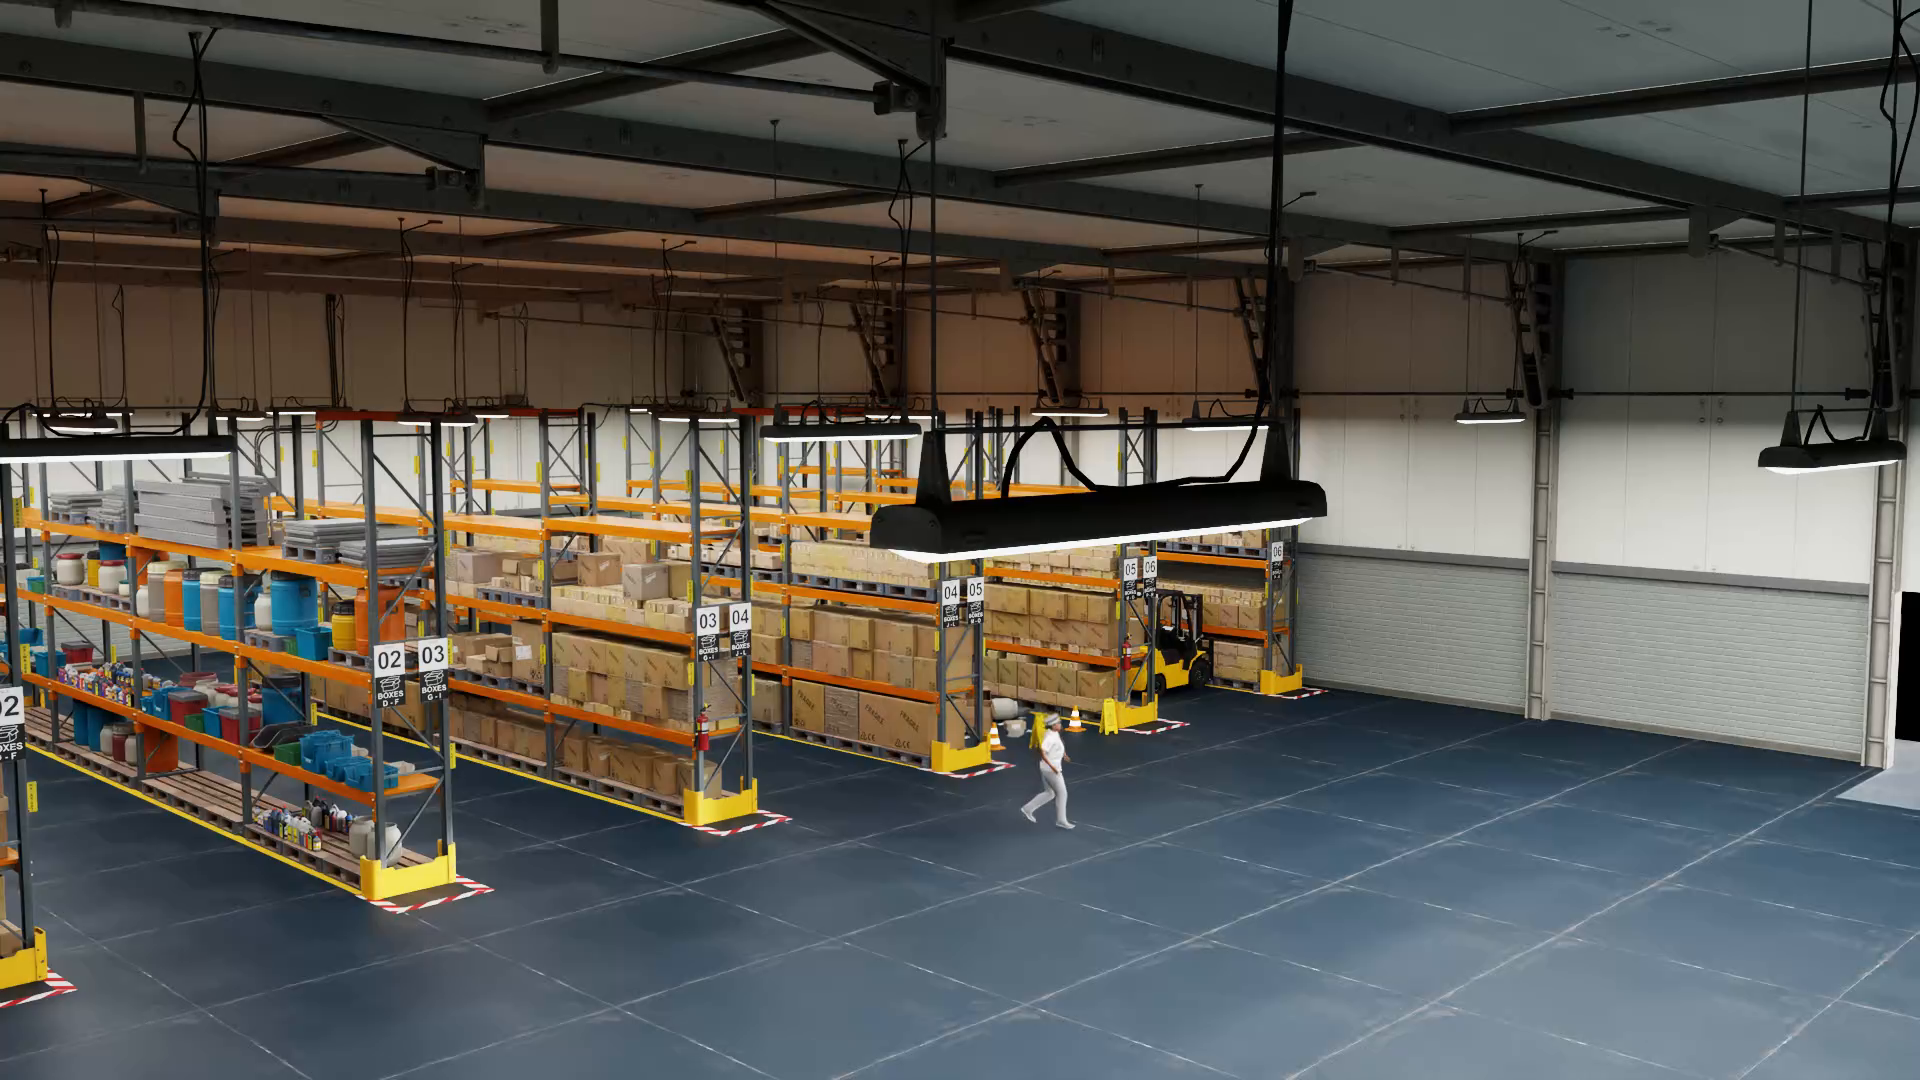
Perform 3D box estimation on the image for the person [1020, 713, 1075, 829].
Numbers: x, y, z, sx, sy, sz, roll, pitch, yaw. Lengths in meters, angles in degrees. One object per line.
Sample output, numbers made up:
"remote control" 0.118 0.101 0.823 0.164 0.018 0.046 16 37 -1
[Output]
"person" 1.283 3.357 24.177 0.794 1.705 0.587 0 5 -5
